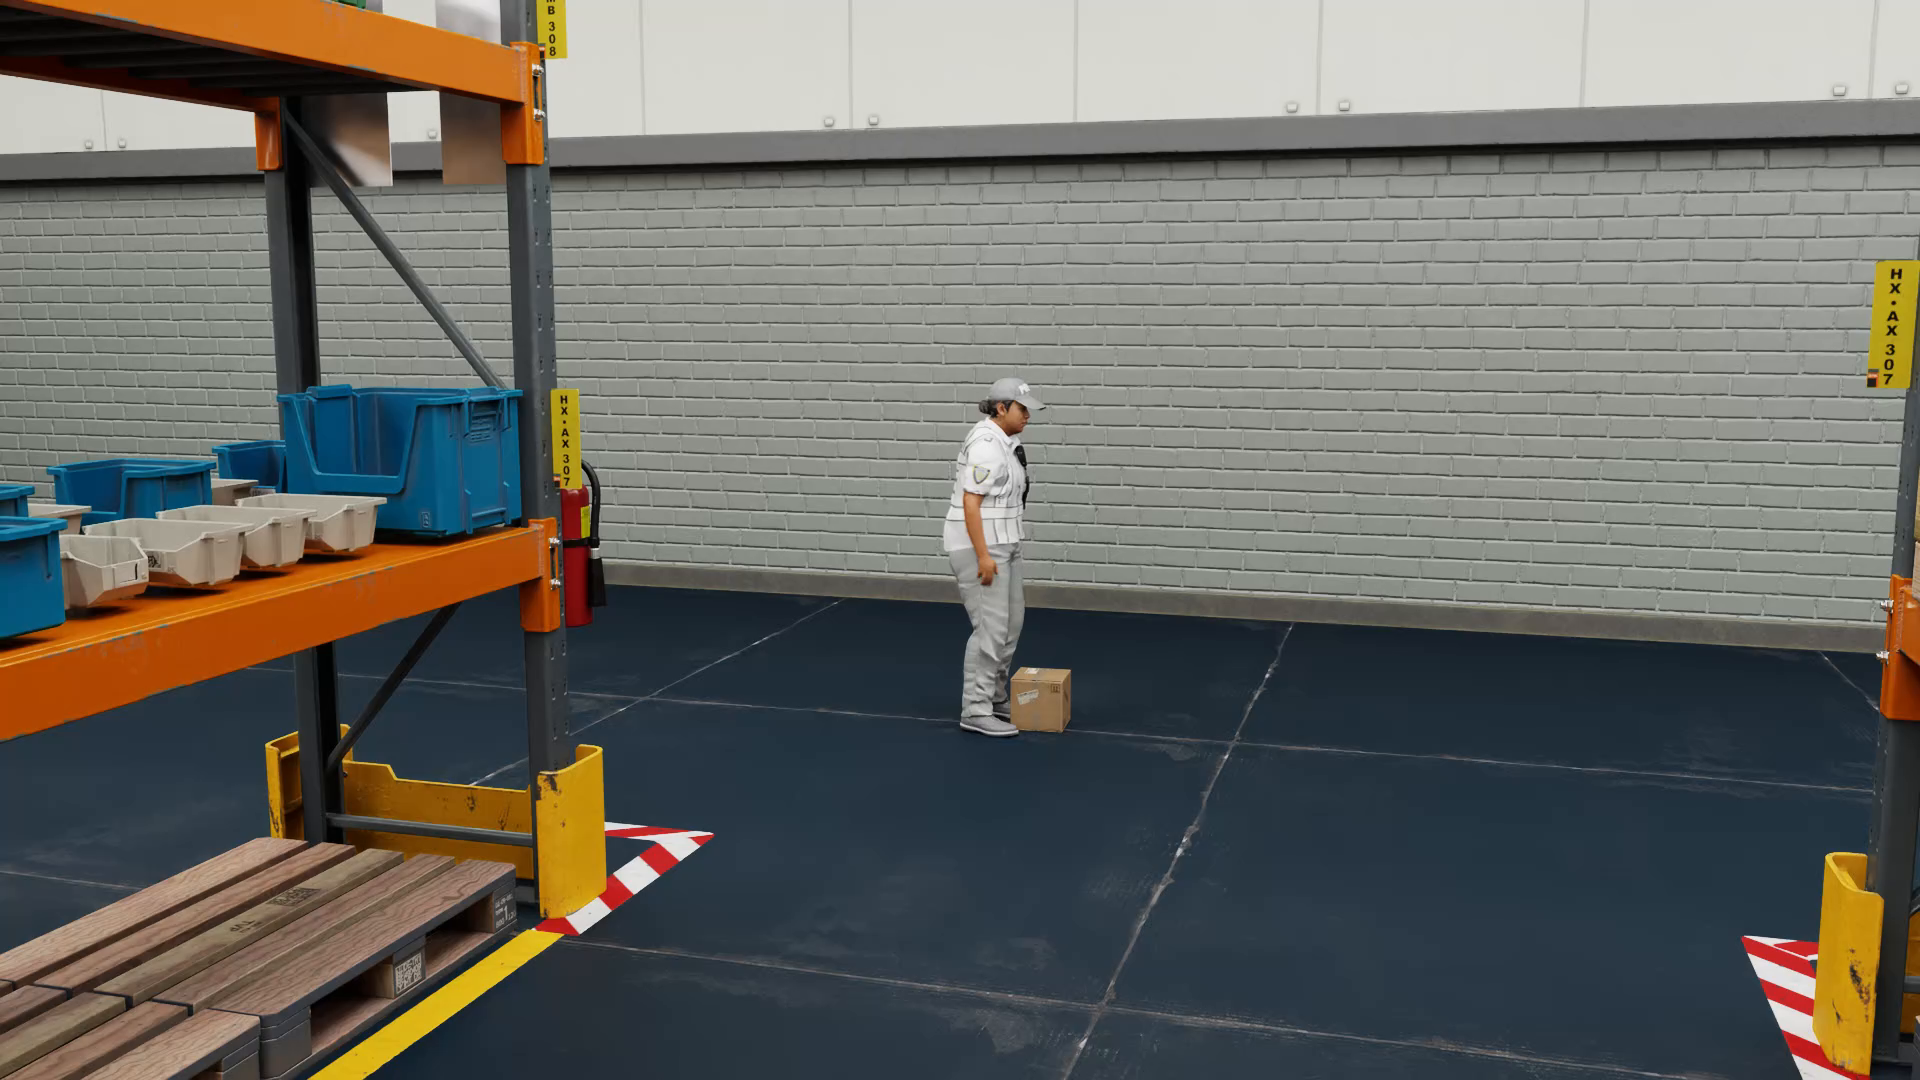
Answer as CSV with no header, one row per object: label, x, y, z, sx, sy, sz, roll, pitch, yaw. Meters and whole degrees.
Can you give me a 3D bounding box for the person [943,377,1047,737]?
person,0.171,0.059,7.918,0.469,1.665,0.537,2,9,16
